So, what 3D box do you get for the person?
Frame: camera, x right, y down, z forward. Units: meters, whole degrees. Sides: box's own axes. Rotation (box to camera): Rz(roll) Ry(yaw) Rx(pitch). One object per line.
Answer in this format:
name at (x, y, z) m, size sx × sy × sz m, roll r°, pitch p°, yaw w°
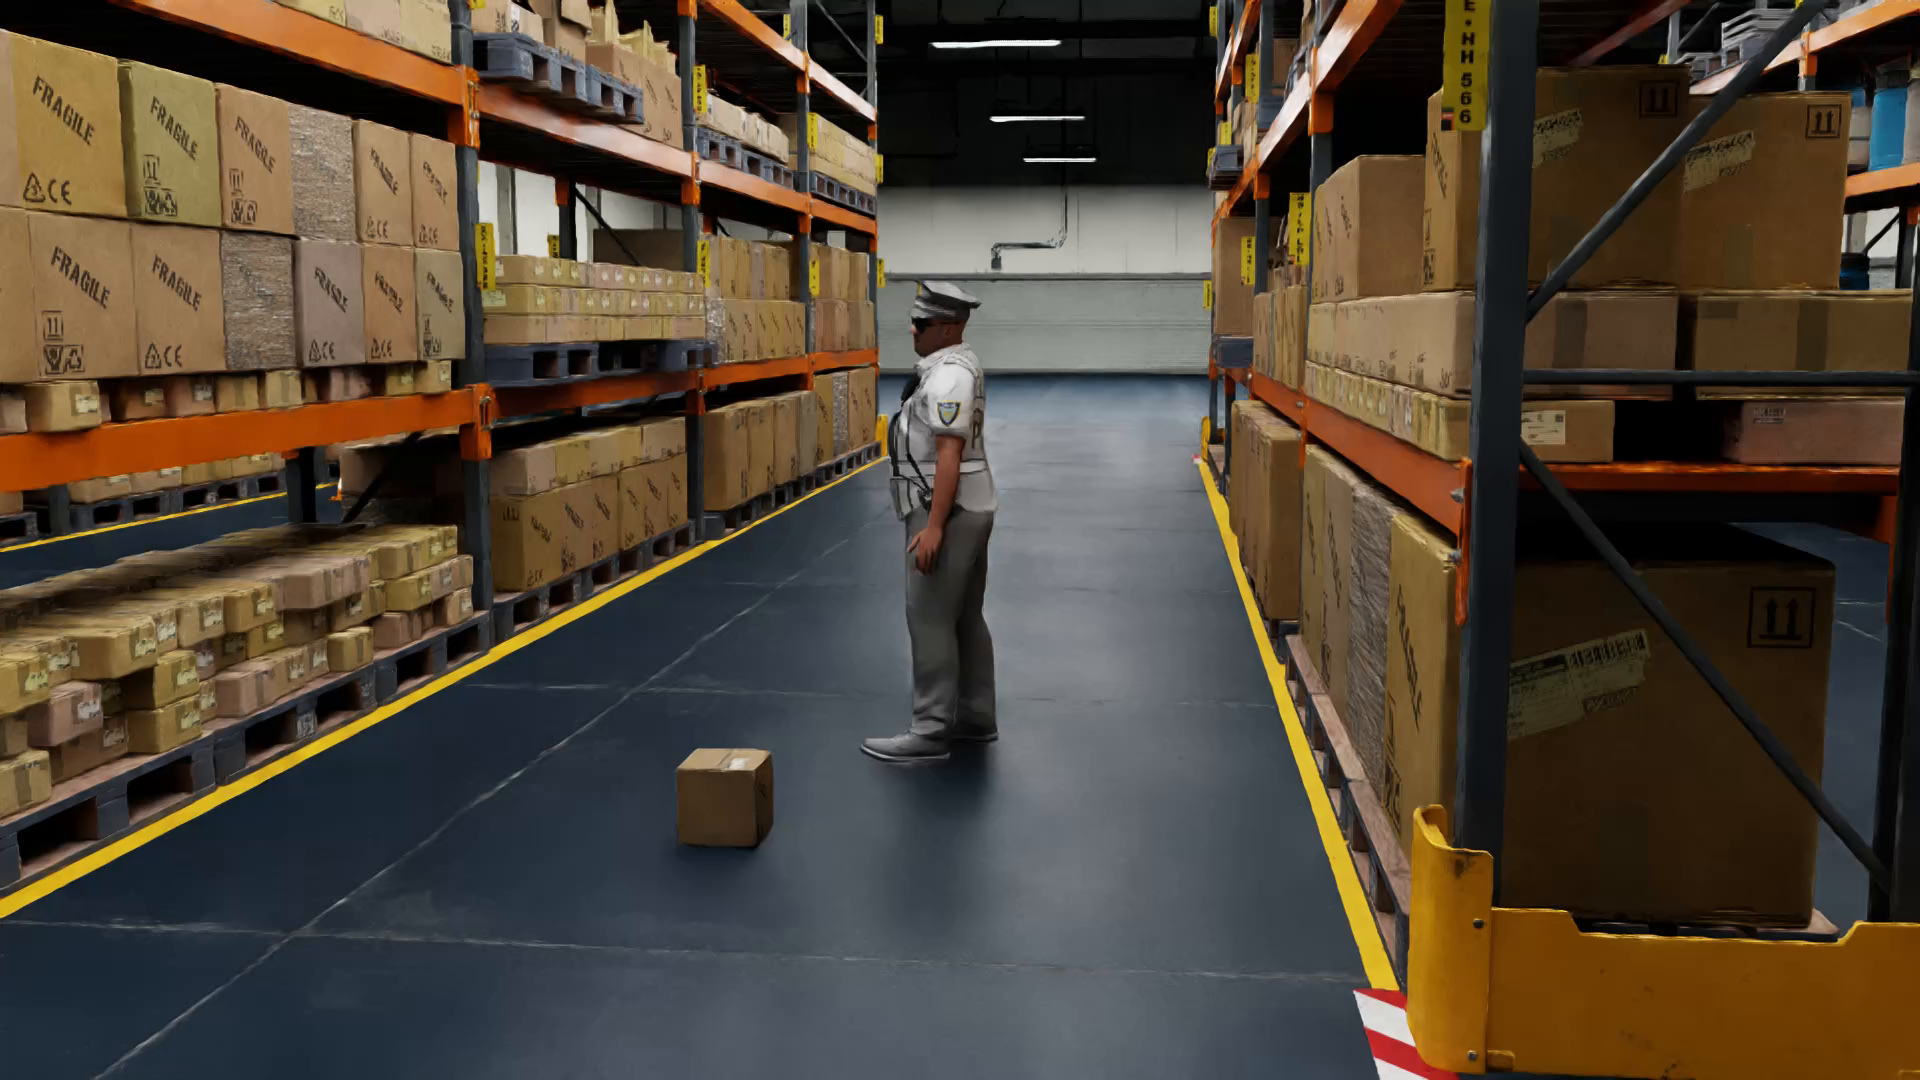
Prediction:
person at (-0.101, -0.076, 6.167) m, size 0.487 × 1.762 × 0.614 m, roll 1°, pitch 8°, yaw 6°
